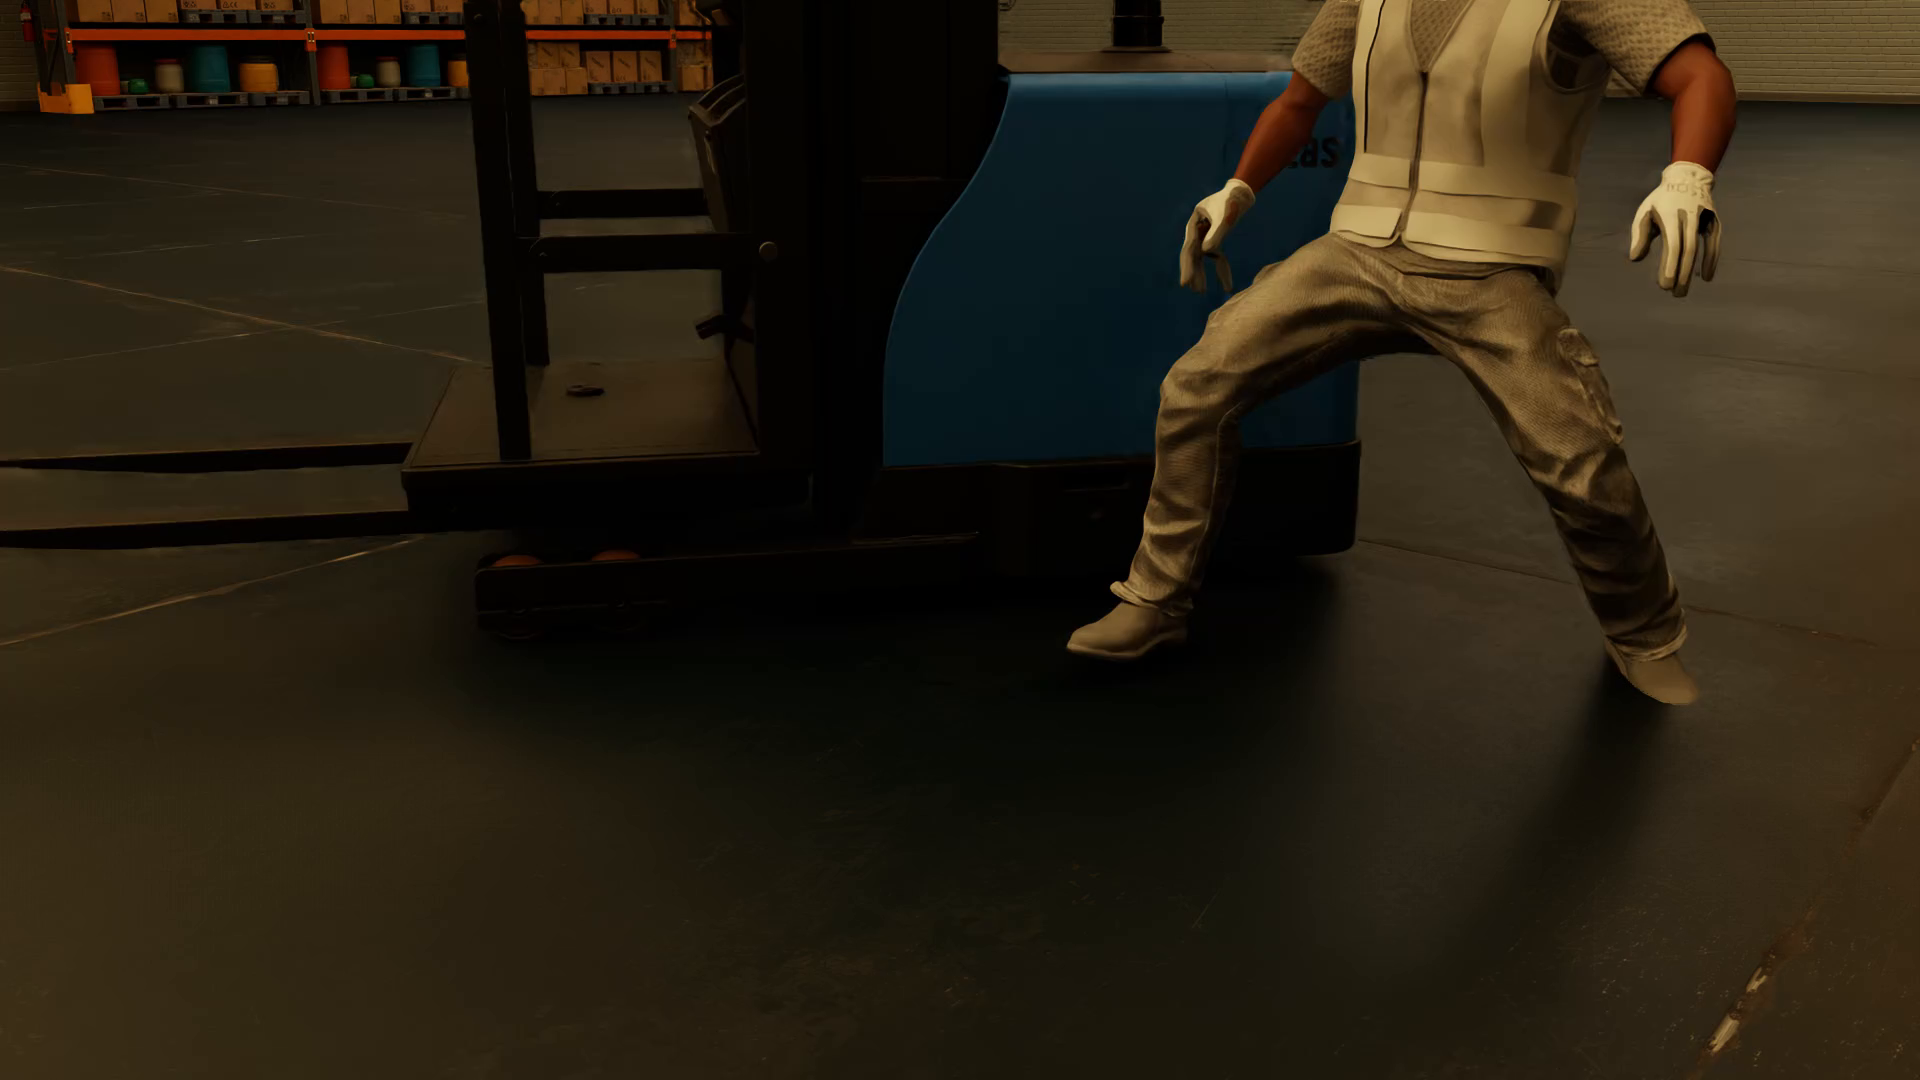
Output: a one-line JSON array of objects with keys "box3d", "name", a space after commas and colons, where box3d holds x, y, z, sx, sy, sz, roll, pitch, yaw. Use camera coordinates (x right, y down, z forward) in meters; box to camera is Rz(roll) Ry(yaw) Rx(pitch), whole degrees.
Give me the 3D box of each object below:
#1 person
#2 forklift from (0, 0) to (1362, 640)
[{"box3d": [0.833, -0.484, 2.851, 1.022, 1.650, 0.900, 15, 23, 41], "name": "person"}, {"box3d": [-0.697, -1.371, 3.413, 3.031, 2.935, 1.130, -3, 17, -11], "name": "forklift"}]
